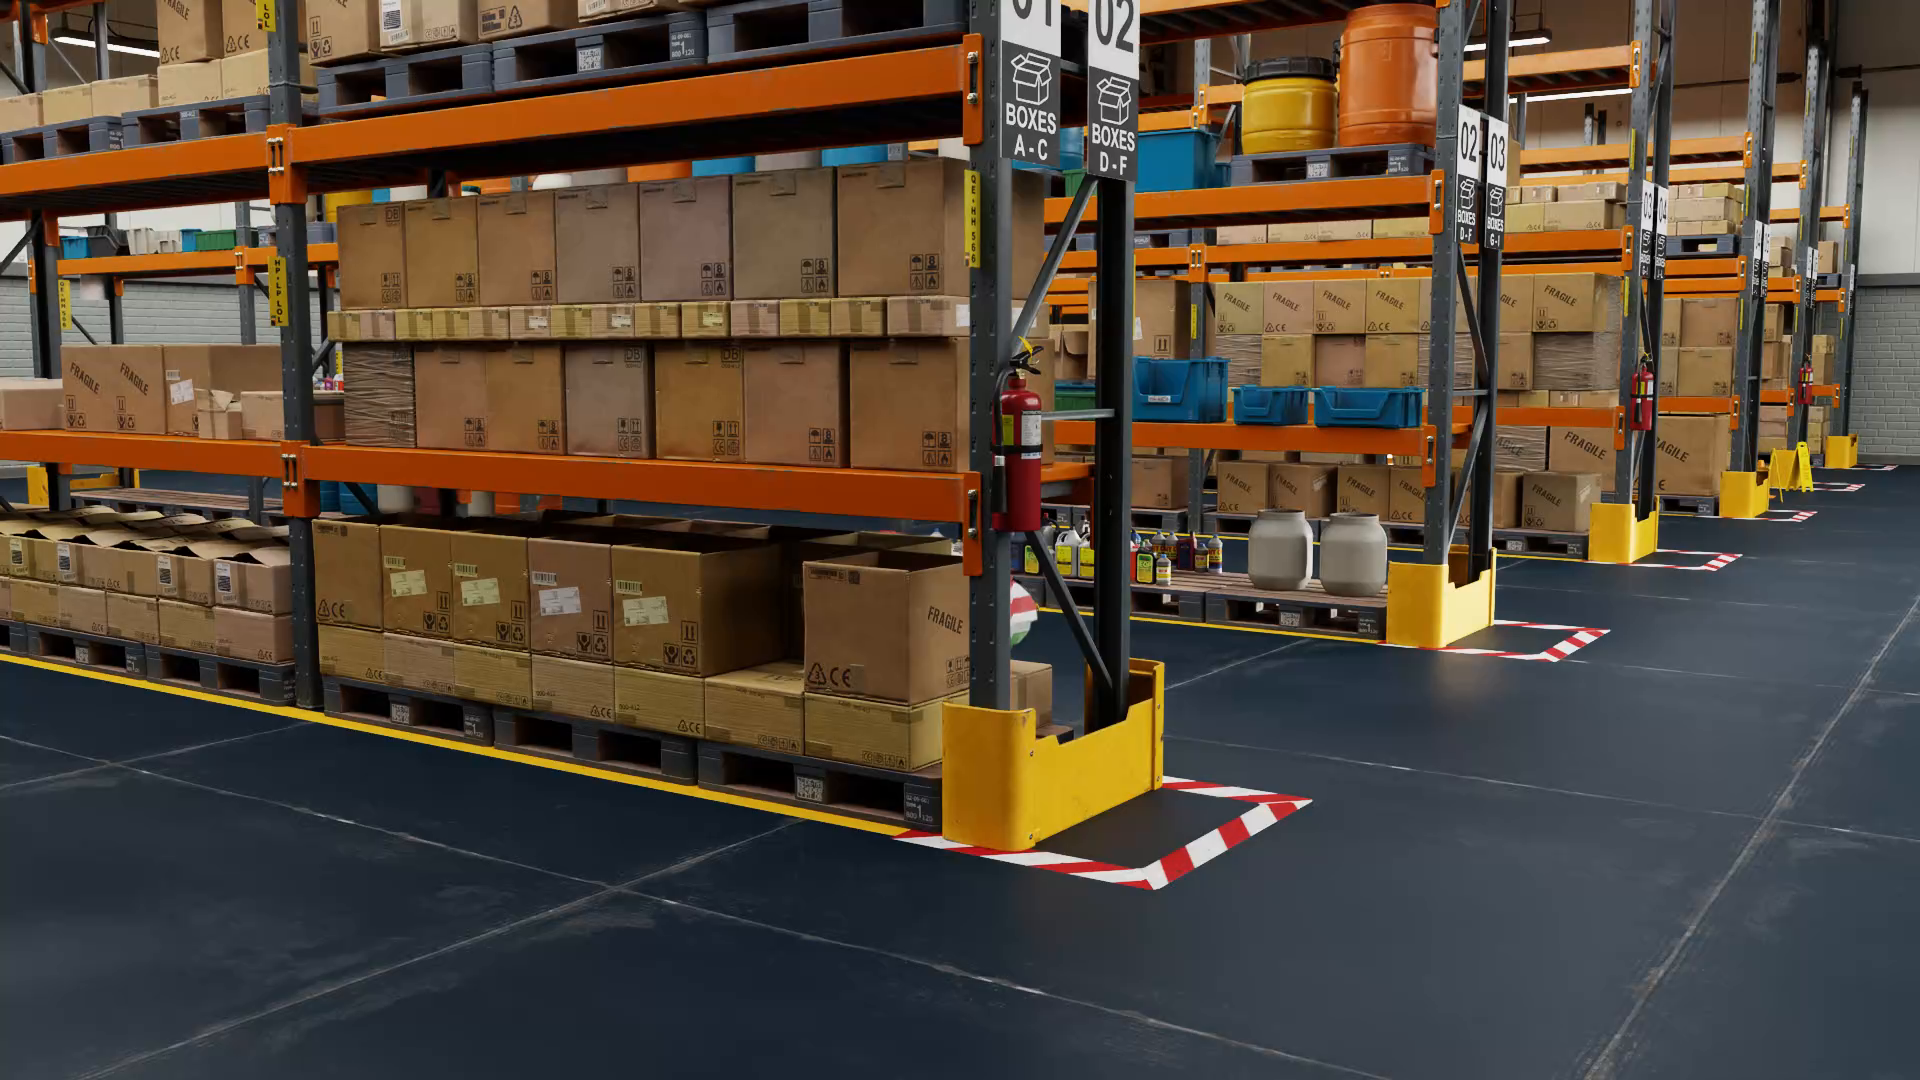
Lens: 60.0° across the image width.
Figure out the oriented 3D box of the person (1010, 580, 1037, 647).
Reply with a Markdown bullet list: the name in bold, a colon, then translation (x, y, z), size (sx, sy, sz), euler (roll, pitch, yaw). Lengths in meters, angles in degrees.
- **person**: translation (-0.074, 0.470, 8.414), size (0.931, 0.861, 0.538), euler (4, 7, 33)
